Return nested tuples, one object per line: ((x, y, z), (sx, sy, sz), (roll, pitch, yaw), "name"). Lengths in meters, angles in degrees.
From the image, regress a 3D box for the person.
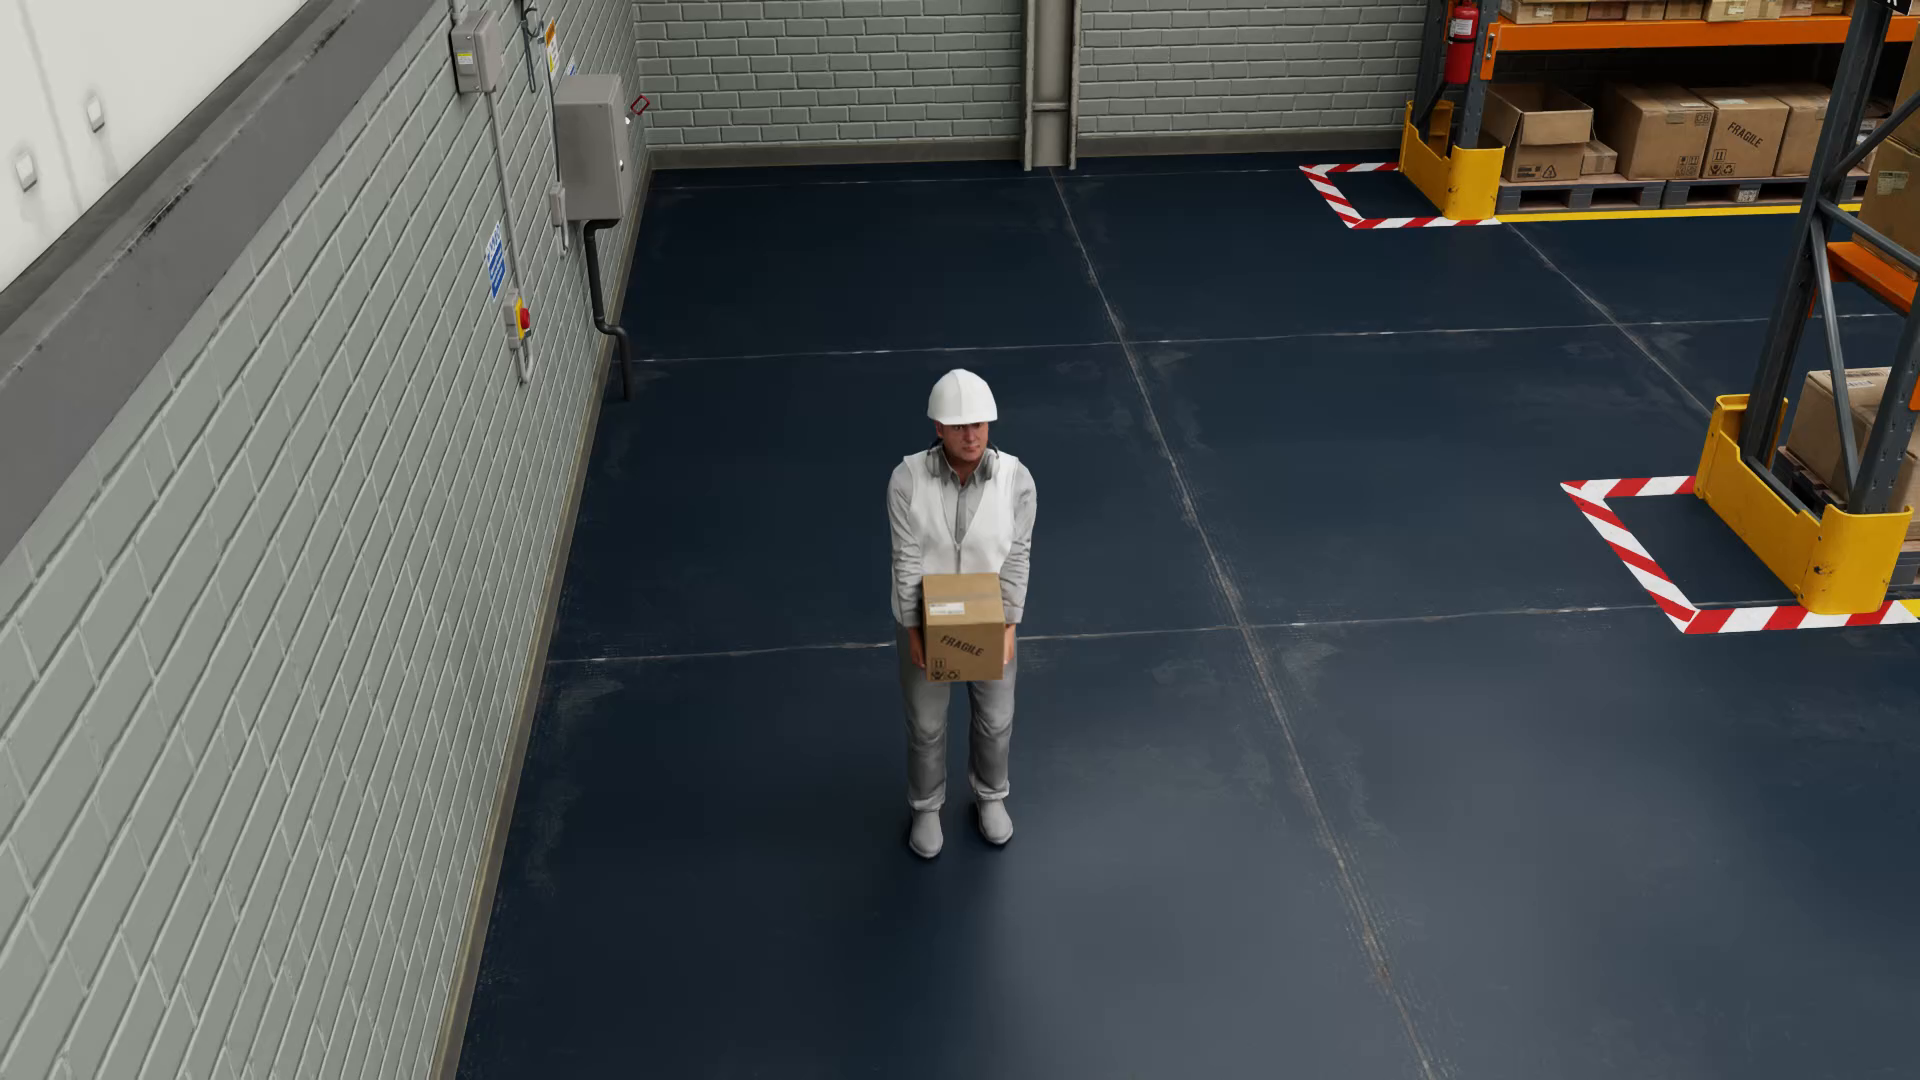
((0.014, 0.306, 5.605), (0.494, 1.763, 0.557), (-2, 31, -4), "person")
